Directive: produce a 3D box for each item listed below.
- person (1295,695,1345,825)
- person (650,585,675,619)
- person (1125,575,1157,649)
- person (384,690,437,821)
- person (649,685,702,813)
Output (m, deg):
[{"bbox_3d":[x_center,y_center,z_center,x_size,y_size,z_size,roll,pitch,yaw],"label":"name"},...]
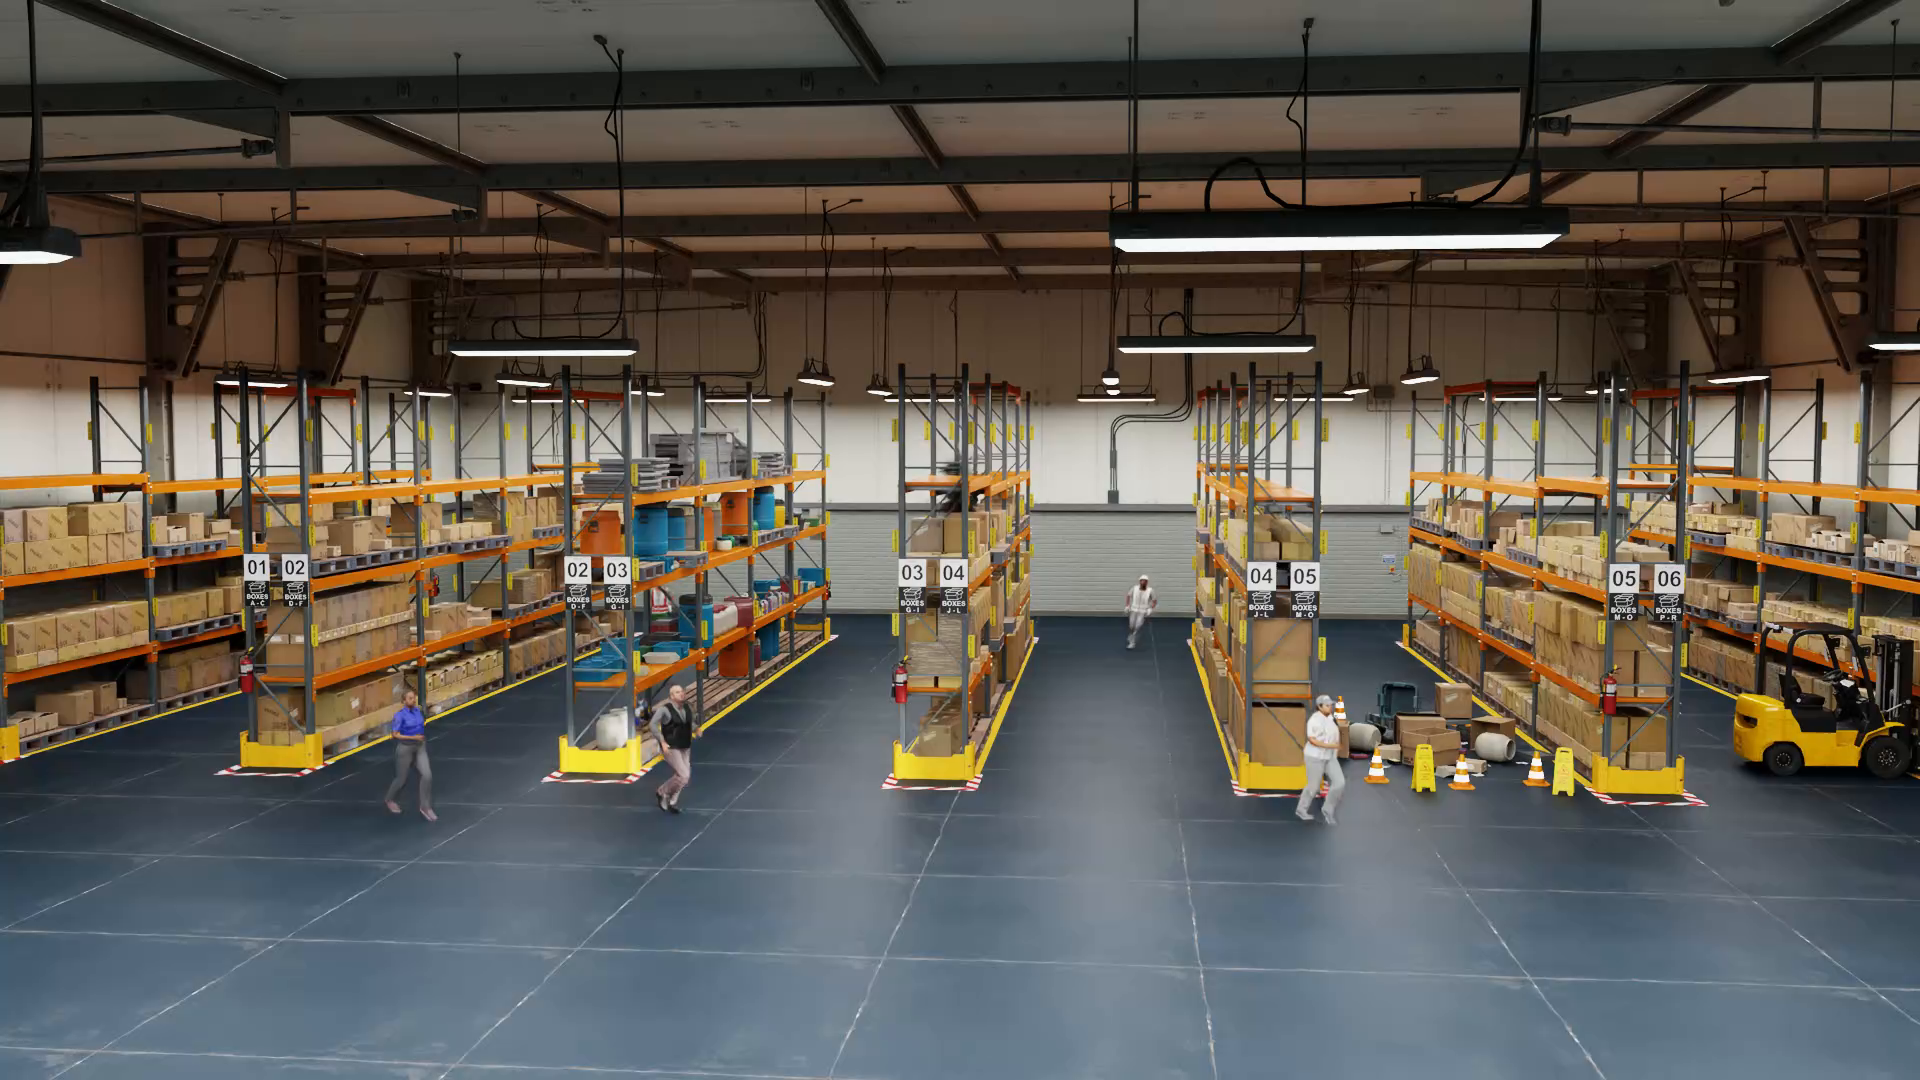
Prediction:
[{"bbox_3d":[4.648,2.830,21.285,0.621,1.725,0.710,-3,5,-40],"label":"person"},{"bbox_3d":[-6.833,1.691,37.800,0.628,1.784,0.692,0,4,-3],"label":"person"},{"bbox_3d":[4.203,1.671,38.643,0.726,1.706,0.557,1,4,13],"label":"person"},{"bbox_3d":[-7.174,2.798,21.656,0.832,1.694,0.582,2,4,33],"label":"person"},{"bbox_3d":[-3.692,2.753,21.843,0.584,1.690,0.587,3,5,36],"label":"person"}]
